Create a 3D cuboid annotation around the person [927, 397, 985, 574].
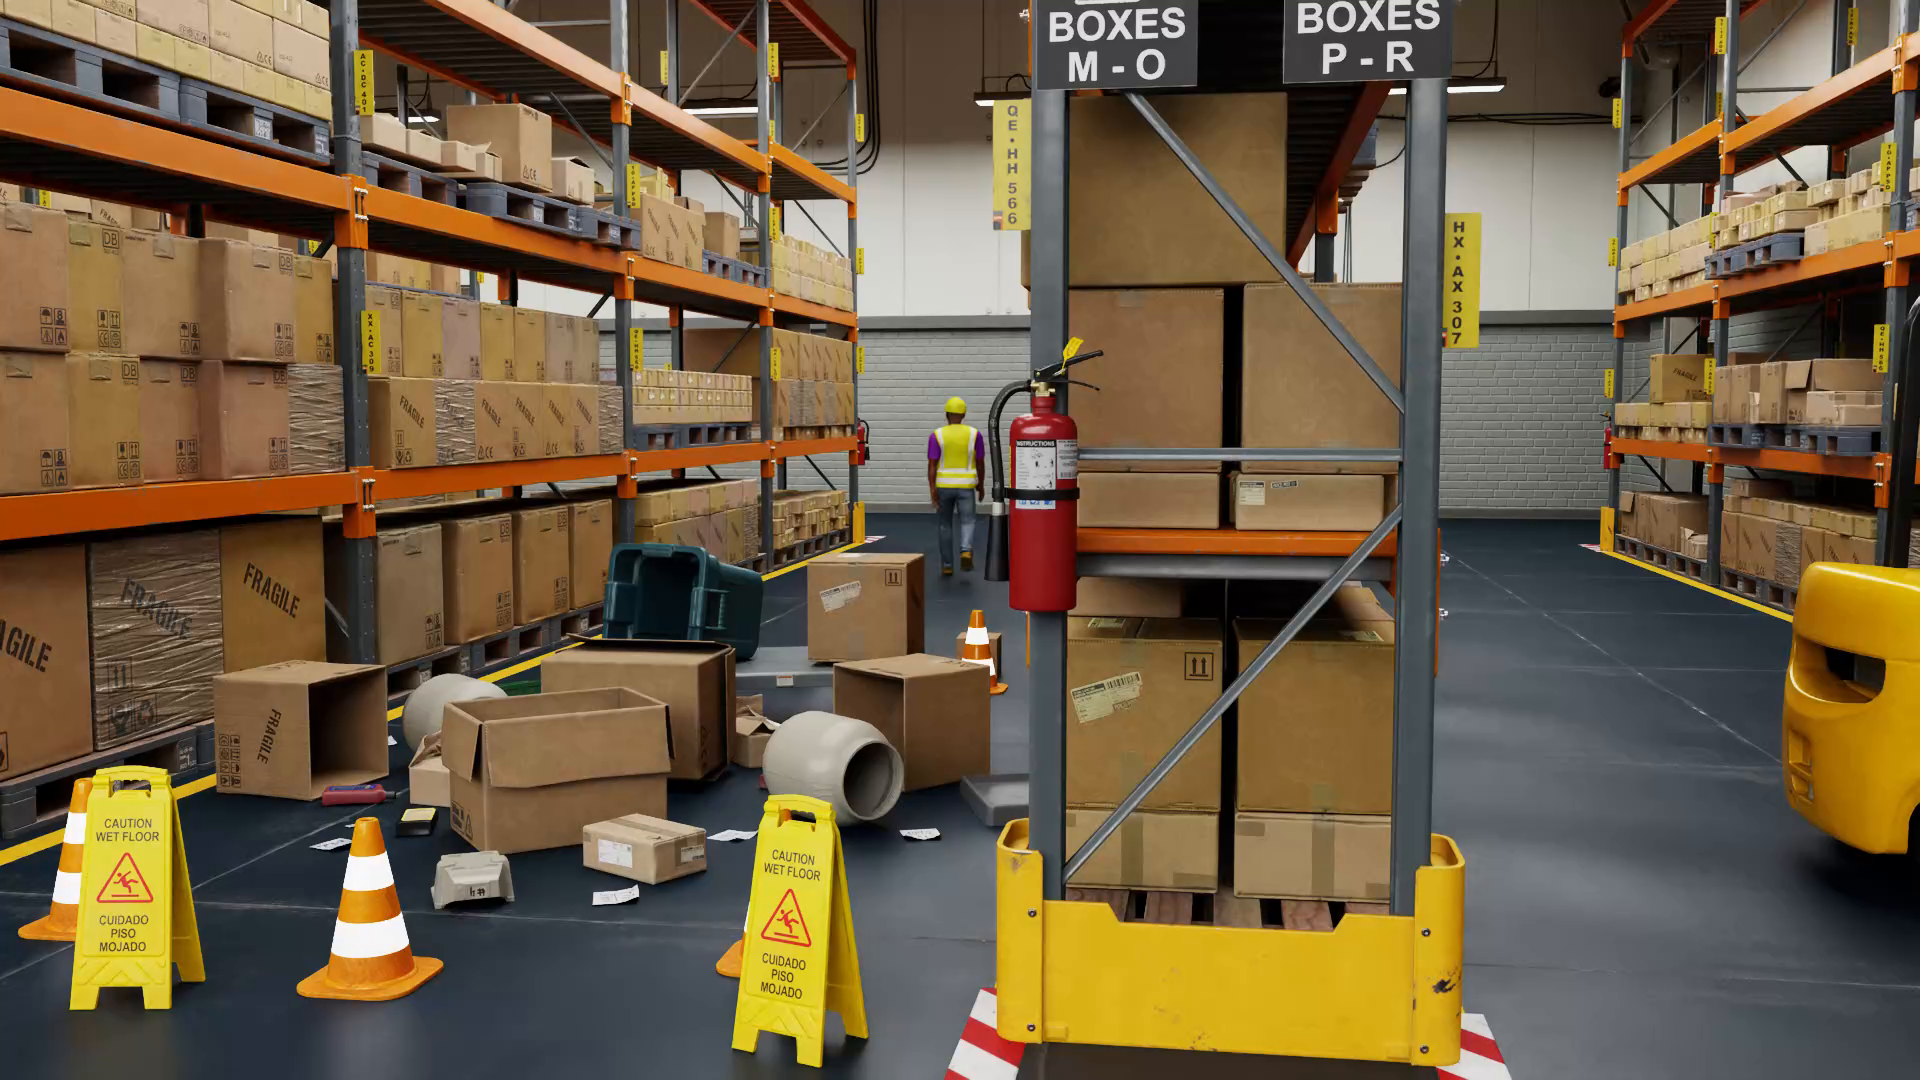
[{"bbox_3d":[-0.035,-0.516,16.110,0.558,1.735,0.917,0,4,0],"label":"person"}]
